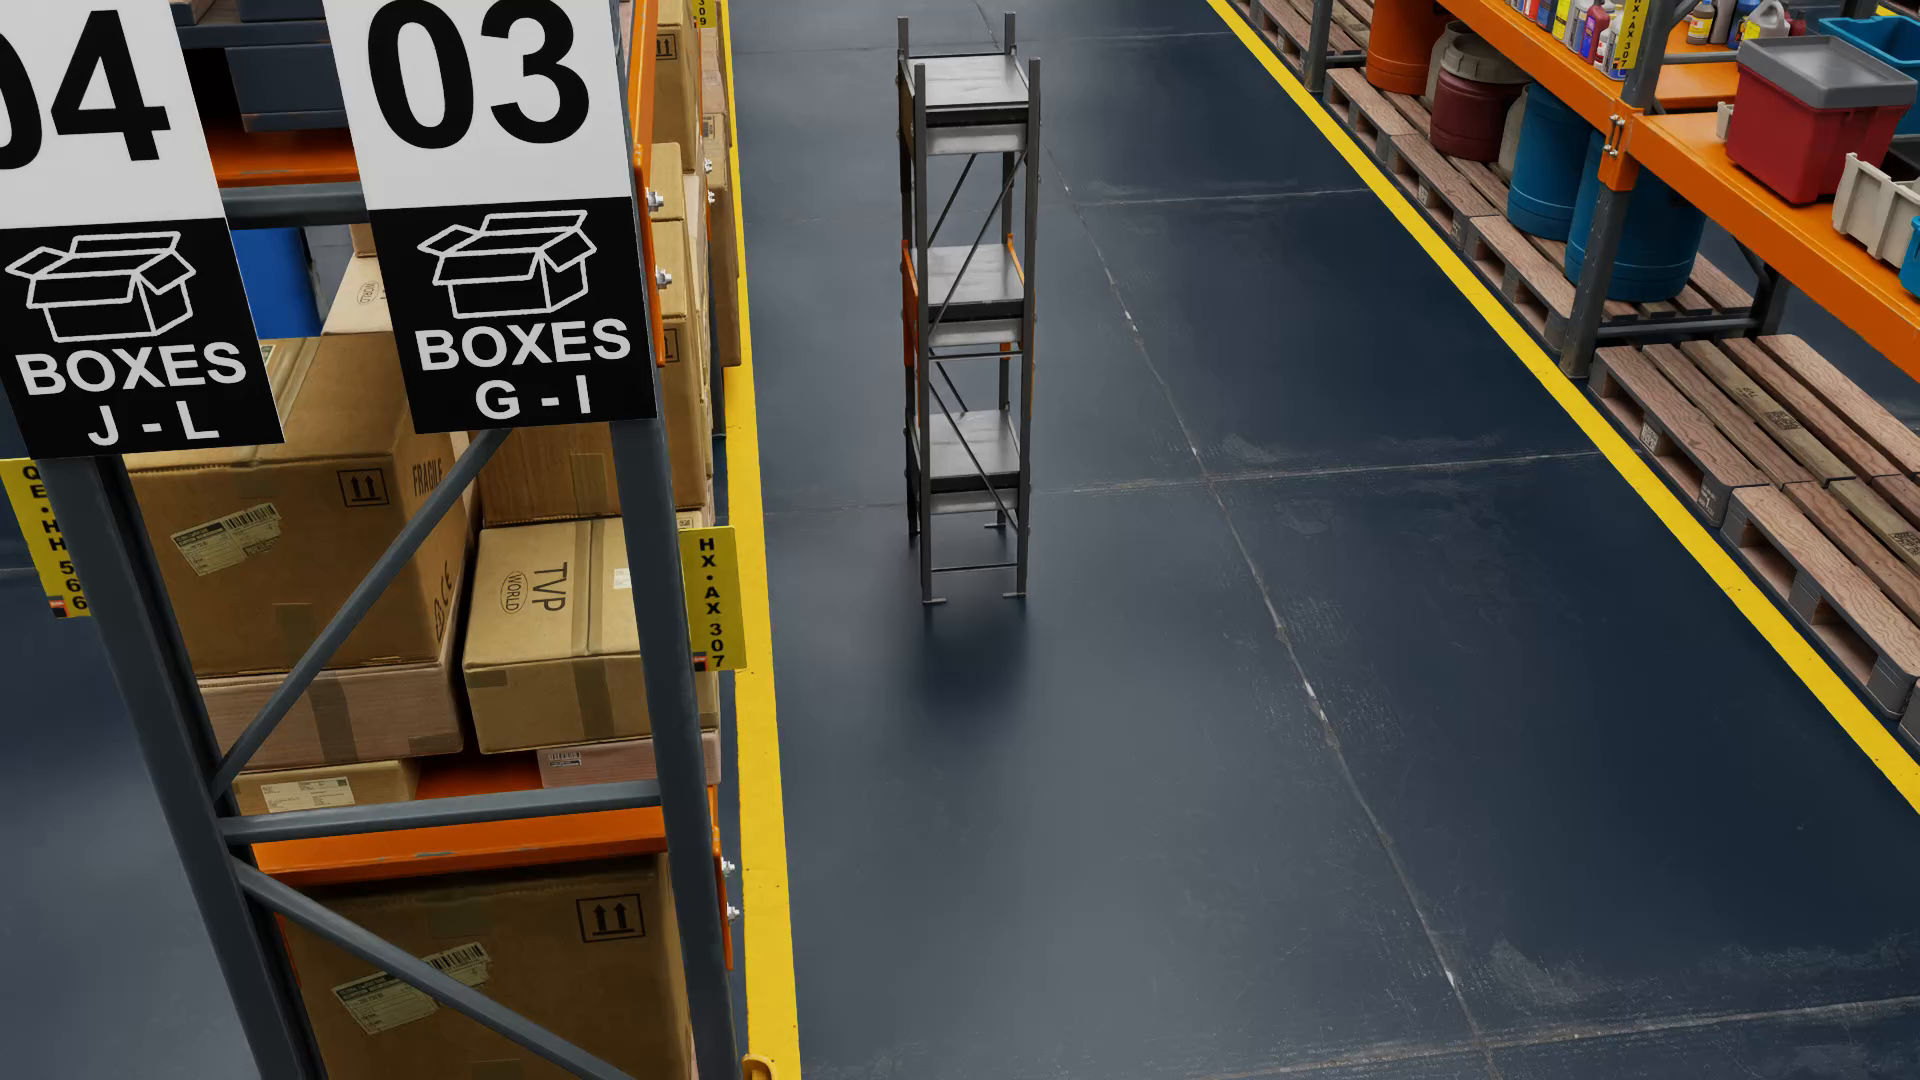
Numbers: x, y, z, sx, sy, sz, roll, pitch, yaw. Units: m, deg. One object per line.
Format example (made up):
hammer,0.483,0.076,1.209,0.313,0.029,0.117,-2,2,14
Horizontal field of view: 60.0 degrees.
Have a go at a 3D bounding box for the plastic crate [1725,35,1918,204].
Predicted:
plastic crate,3.235,-1.599,6.323,0.402,0.464,0.583,-4,35,-6

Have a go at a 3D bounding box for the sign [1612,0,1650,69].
sign,2.818,-2.139,6.979,0.100,0.325,0.005,-4,35,-6

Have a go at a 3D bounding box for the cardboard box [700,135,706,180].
cardboard box,-1.179,-1.441,6.423,0.380,0.149,0.250,-4,34,-6

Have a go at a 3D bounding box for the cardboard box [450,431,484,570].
cardboard box,-1.403,-0.052,4.032,0.500,0.250,0.500,-5,35,-7

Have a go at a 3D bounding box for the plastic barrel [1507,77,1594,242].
plastic barrel,3.212,-2.071,8.616,0.600,0.901,0.708,-4,35,-6

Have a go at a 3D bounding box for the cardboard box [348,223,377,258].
cardboard box,-1.601,-1.209,5.063,0.500,0.500,0.500,-5,35,-8

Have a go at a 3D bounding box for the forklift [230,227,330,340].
forklift,-3.807,-2.350,7.596,1.130,2.935,3.031,-14,37,-19

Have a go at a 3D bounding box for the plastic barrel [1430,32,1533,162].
plastic barrel,3.060,-2.572,9.629,0.600,0.588,0.708,-4,35,-6

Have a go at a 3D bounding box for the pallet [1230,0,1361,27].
pallet,2.599,-4.259,12.813,1.003,0.211,1.213,-4,35,-6

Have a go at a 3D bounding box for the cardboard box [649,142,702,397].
cardboard box,-0.947,-0.684,4.294,0.500,0.500,0.500,-5,35,-8

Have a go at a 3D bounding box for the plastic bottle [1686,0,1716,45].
plastic bottle,3.508,-2.454,7.864,0.097,0.201,0.097,0,34,0

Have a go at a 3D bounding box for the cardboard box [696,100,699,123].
cardboard box,-1.225,-1.524,6.192,0.500,0.250,0.500,-5,35,-7

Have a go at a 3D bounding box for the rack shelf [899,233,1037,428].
rack shelf,0.022,-0.764,6.031,0.431,0.518,0.480,-4,35,-6

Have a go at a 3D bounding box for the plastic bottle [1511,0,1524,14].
plastic bottle,2.855,-2.769,8.260,0.152,0.276,0.135,-4,35,-6

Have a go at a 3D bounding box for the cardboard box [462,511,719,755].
cardboard box,-0.804,0.193,3.672,0.500,0.250,0.500,-5,35,-8

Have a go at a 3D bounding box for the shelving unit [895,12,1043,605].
shelving unit,0.022,-0.775,6.023,0.431,2.100,0.503,-4,35,-6

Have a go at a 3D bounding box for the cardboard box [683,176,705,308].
cardboard box,-1.084,-0.951,5.351,0.500,0.250,0.500,-4,34,-5

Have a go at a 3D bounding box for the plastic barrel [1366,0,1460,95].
plastic barrel,2.908,-3.302,10.486,0.600,0.830,0.708,-4,35,-6

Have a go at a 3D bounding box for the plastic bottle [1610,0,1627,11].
plastic bottle,3.058,-2.544,7.863,0.144,0.351,0.185,-4,35,-6

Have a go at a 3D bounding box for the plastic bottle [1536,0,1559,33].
plastic bottle,2.890,-2.636,7.998,0.144,0.351,0.185,-4,35,-6

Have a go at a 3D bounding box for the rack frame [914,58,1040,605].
rack frame,0.055,-0.639,5.823,0.400,2.100,0.015,-4,35,-6

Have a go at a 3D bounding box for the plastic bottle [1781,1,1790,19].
plastic bottle,3.719,-2.328,7.606,0.061,0.283,0.133,-4,35,-6

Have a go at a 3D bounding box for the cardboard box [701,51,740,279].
cardboard box,-1.772,-1.840,8.300,1.225,0.875,0.875,-6,35,-8

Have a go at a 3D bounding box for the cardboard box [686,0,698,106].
cardboard box,-1.218,-1.824,5.967,0.500,0.500,0.500,-3,34,-5

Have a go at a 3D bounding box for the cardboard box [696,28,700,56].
cardboard box,-1.494,-2.567,7.764,0.500,0.500,0.500,-5,35,-7

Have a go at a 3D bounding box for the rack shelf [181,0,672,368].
rack shelf,-1.276,-1.516,4.286,1.077,0.370,4.000,-4,35,-6

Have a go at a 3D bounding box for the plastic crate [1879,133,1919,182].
plastic crate,3.780,-1.372,6.290,0.437,0.125,0.590,-4,35,-6

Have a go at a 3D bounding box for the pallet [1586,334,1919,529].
pallet,3.501,-0.505,7.304,1.003,0.211,1.213,-4,35,-6

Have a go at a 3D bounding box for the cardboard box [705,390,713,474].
cardboard box,-0.903,-0.294,4.741,0.380,0.149,0.250,-5,35,-7

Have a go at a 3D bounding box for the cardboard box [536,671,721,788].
cardboard box,-0.728,0.423,3.689,0.380,0.149,0.250,-4,34,-6

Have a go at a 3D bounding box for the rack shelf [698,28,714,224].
rack shelf,-1.814,-2.509,8.406,1.077,0.370,4.000,-4,35,-6

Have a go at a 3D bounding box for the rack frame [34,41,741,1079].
rack frame,-1.007,0.542,3.291,1.000,3.000,0.127,-4,35,-6

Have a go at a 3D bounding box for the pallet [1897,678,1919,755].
pallet,3.829,0.856,5.306,1.003,0.211,1.213,-4,35,-6

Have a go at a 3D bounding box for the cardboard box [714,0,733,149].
cardboard box,-2.011,-2.831,9.754,1.225,0.875,0.875,-6,35,-9

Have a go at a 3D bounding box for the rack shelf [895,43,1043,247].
rack shelf,0.022,-1.342,5.637,0.431,0.518,0.480,-4,35,-6

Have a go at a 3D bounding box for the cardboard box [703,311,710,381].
cardboard box,-0.973,-0.581,5.163,0.380,0.149,0.250,-4,34,-6

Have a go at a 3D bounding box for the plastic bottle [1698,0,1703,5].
plastic bottle,3.628,-2.595,8.071,0.097,0.201,0.097,0,34,0

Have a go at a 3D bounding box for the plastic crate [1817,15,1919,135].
plastic crate,3.764,-1.848,6.760,0.392,0.384,0.575,-4,35,-6

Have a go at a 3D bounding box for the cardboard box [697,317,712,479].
cardboard box,-0.944,-0.377,4.509,0.500,0.250,0.500,-5,35,-8

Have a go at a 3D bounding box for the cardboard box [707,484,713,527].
cardboard box,-0.834,-0.008,4.322,0.380,0.149,0.250,-5,35,-7

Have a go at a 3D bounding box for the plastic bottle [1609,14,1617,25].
plastic bottle,2.989,-2.320,7.667,0.097,0.201,0.097,0,34,0

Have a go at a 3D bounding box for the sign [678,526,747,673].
sign,-0.456,0.113,3.081,0.100,0.325,0.005,-4,35,-6

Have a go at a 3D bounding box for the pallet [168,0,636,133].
pallet,-1.117,-1.074,3.077,1.003,0.211,1.213,-4,35,-6

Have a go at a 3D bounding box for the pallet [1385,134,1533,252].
pallet,3.133,-2.029,9.539,1.003,0.211,1.213,-4,35,-6

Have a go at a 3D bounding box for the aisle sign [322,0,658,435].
aisle sign,-0.700,-0.514,2.533,0.394,0.787,0.004,-4,35,-6

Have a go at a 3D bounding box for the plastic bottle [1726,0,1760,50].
plastic bottle,3.672,-2.440,7.782,0.097,0.271,0.097,0,34,0

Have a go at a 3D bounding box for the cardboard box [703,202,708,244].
cardboard box,-1.110,-1.154,6.002,0.380,0.149,0.250,-5,35,-7

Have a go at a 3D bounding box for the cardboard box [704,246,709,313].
cardboard box,-1.040,-0.866,5.581,0.380,0.149,0.250,-4,34,-5

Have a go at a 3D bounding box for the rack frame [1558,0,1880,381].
rack frame,3.363,-2.065,7.116,1.000,3.000,0.127,-4,35,-6

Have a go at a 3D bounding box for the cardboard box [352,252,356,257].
cardboard box,-1.604,-0.902,5.279,0.500,0.250,0.500,-4,34,-5

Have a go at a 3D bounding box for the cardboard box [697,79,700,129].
cardboard box,-1.359,-2.007,6.942,0.500,0.500,0.500,-4,35,-6

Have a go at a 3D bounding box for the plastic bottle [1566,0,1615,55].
plastic bottle,2.941,-2.413,7.737,0.152,0.276,0.135,-4,35,-6

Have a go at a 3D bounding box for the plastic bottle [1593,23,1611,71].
plastic bottle,2.947,-2.241,7.551,0.097,0.201,0.097,0,34,0

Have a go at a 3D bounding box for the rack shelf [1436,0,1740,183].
rack shelf,3.094,-2.884,8.957,1.077,0.370,4.000,-4,35,-6
